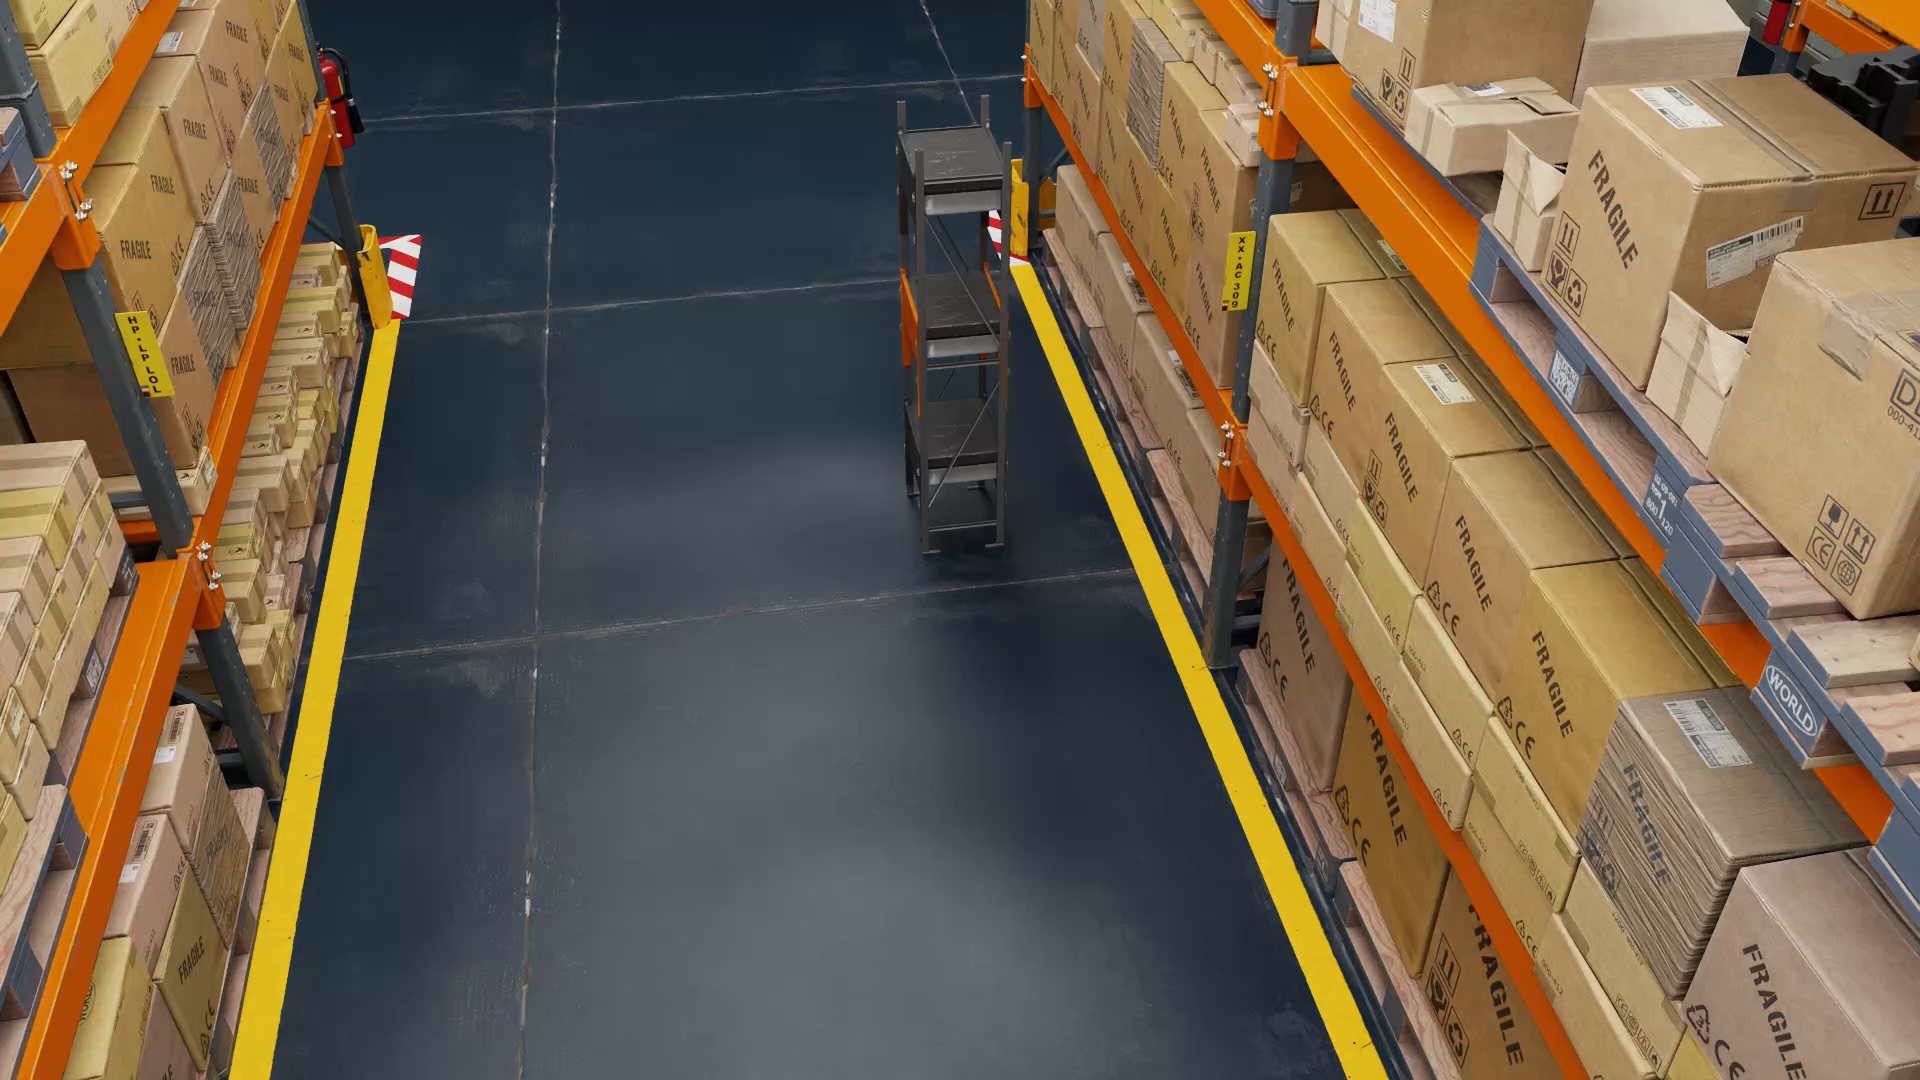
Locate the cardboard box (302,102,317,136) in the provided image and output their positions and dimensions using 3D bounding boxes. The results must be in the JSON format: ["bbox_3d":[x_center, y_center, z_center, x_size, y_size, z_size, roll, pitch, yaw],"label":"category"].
[{"bbox_3d":[-3.633,-2.249,8.804,0.380,0.149,0.250,-6,38,-8],"label":"cardboard box"}]

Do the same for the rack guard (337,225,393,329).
[{"bbox_3d":[-3.955,-1.481,9.649,1.175,0.500,0.348,-6,38,-8],"label":"rack guard"}]

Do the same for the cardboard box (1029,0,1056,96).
[{"bbox_3d":[0.689,-2.827,9.262,0.500,0.500,0.500,-7,38,-8],"label":"cardboard box"}]

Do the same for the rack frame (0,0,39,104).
[{"bbox_3d":[-3.267,-2.467,3.991,1.000,3.000,0.127,-6,38,-8],"label":"rack frame"}]

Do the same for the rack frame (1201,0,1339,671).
[{"bbox_3d":[1.589,-0.692,6.596,1.000,3.000,0.127,-6,38,-8],"label":"rack frame"}]

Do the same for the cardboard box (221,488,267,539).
[{"bbox_3d":[-3.274,-0.079,7.303,0.380,0.149,0.250,-7,38,-9],"label":"cardboard box"}]

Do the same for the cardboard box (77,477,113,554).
[{"bbox_3d":[-3.003,-0.063,5.407,0.380,0.149,0.250,-5,38,-7],"label":"cardboard box"}]

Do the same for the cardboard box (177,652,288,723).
[{"bbox_3d":[-3.015,0.607,6.905,0.380,0.149,0.250,-8,39,-10],"label":"cardboard box"}]

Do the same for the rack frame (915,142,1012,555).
[{"bbox_3d":[0.014,-0.782,7.445,0.400,2.100,0.015,-6,38,-8],"label":"rack frame"}]

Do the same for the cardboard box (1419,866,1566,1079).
[{"bbox_3d":[2.098,1.432,5.251,0.875,0.875,0.875,-6,38,-7],"label":"cardboard box"}]

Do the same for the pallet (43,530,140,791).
[{"bbox_3d":[-3.276,0.455,5.276,1.003,0.211,1.213,-6,38,-8],"label":"pallet"}]

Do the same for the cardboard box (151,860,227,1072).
[{"bbox_3d":[-2.800,1.453,5.530,0.500,0.500,0.500,-7,38,-9],"label":"cardboard box"}]

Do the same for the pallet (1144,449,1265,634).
[{"bbox_3d":[1.532,-0.058,8.053,1.003,0.211,1.213,-6,38,-8],"label":"pallet"}]

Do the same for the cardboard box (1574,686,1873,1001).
[{"bbox_3d":[1.844,0.697,3.912,0.500,0.500,0.500,-6,38,-7],"label":"cardboard box"}]

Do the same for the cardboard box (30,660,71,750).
[{"bbox_3d":[-2.871,0.513,4.908,0.380,0.149,0.250,-8,39,-10],"label":"cardboard box"}]

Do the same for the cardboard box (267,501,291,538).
[{"bbox_3d":[-3.296,-0.128,7.608,0.380,0.149,0.250,-5,38,-6],"label":"cardboard box"}]

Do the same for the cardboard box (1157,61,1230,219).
[{"bbox_3d":[1.153,-1.689,6.982,0.500,0.500,0.500,-7,38,-9],"label":"cardboard box"}]

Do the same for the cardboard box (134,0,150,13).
[{"bbox_3d":[-3.257,-2.150,6.150,0.500,0.250,0.500,-5,38,-6],"label":"cardboard box"}]

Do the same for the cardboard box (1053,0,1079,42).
[{"bbox_3d":[0.789,-2.910,8.555,0.500,0.500,0.500,-7,38,-9],"label":"cardboard box"}]

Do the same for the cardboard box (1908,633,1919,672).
[{"bbox_3d":[2.075,0.121,2.677,0.797,0.503,0.637,-8,39,-11],"label":"cardboard box"}]

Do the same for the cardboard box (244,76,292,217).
[{"bbox_3d":[-3.453,-1.811,7.712,0.500,0.500,0.500,-6,38,-8],"label":"cardboard box"}]

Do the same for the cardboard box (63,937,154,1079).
[{"bbox_3d":[-2.704,1.479,4.885,0.500,0.250,0.500,-8,39,-10],"label":"cardboard box"}]

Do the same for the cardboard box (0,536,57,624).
[{"bbox_3d":[-2.913,0.140,4.902,0.380,0.149,0.250,-7,38,-9],"label":"cardboard box"}]

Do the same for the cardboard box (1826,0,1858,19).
[{"bbox_3d":[5.561,-3.317,10.179,0.380,0.149,0.250,-7,38,-8],"label":"cardboard box"}]

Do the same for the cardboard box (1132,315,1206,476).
[{"bbox_3d":[1.427,-0.777,8.452,0.875,0.438,0.875,-7,38,-9],"label":"cardboard box"}]

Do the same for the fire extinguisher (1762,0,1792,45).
[{"bbox_3d":[5.293,-3.505,10.584,0.296,0.674,0.183,-6,38,-8],"label":"fire extinguisher"}]

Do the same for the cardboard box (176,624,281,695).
[{"bbox_3d":[-3.016,0.491,6.812,0.380,0.149,0.250,-5,38,-6],"label":"cardboard box"}]

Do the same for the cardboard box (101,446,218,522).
[{"bbox_3d":[-2.995,-0.205,6.174,0.380,0.149,0.250,-5,38,-6],"label":"cardboard box"}]

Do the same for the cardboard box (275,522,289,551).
[{"bbox_3d":[-3.331,-0.005,7.693,0.380,0.149,0.250,-8,39,-10],"label":"cardboard box"}]

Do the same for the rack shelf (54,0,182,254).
[{"bbox_3d":[-3.618,-2.207,6.687,1.077,0.370,4.000,-6,38,-8],"label":"rack shelf"}]

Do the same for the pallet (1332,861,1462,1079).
[{"bbox_3d":[2.015,1.606,5.911,1.003,0.211,1.213,-6,38,-8],"label":"pallet"}]

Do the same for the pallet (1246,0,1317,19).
[{"bbox_3d":[1.455,-2.337,6.340,1.003,0.211,1.213,-6,38,-8],"label":"pallet"}]

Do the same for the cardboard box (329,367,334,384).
[{"bbox_3d":[-3.508,-0.798,8.713,0.380,0.149,0.250,-6,38,-7],"label":"cardboard box"}]

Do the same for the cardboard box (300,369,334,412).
[{"bbox_3d":[-3.399,-0.759,8.421,0.380,0.149,0.250,-6,38,-7],"label":"cardboard box"}]

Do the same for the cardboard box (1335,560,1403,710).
[{"bbox_3d":[1.572,0.285,5.460,0.500,0.250,0.500,-7,38,-8],"label":"cardboard box"}]

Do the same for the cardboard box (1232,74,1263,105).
[{"bbox_3d":[1.282,-1.705,6.475,0.380,0.149,0.250,-5,38,-7],"label":"cardboard box"}]

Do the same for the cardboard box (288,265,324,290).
[{"bbox_3d":[-3.639,-1.339,8.925,0.380,0.149,0.250,-6,38,-7],"label":"cardboard box"}]

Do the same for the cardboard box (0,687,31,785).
[{"bbox_3d":[-2.818,0.568,4.594,0.380,0.149,0.250,-8,39,-10],"label":"cardboard box"}]

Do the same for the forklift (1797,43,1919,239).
[{"bbox_3d":[3.359,-0.104,5.895,1.130,2.935,3.031,-5,38,-7],"label":"forklift"}]

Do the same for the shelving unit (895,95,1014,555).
[{"bbox_3d":[-0.029,-0.929,7.634,0.431,2.100,0.503,-6,38,-8],"label":"shelving unit"}]

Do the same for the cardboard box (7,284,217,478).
[{"bbox_3d":[-3.106,-0.582,6.130,0.500,0.500,0.500,-7,38,-9],"label":"cardboard box"}]

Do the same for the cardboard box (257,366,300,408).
[{"bbox_3d":[-3.446,-0.706,8.110,0.380,0.149,0.250,-7,38,-9],"label":"cardboard box"}]

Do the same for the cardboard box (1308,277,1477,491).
[{"bbox_3d":[1.499,-0.525,5.484,0.500,0.500,0.500,-6,38,-8],"label":"cardboard box"}]

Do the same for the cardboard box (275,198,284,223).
[{"bbox_3d":[-3.483,-1.631,8.009,0.380,0.149,0.250,-8,39,-10],"label":"cardboard box"}]

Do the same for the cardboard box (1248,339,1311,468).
[{"bbox_3d":[1.388,-0.534,6.107,0.500,0.250,0.500,-7,38,-9],"label":"cardboard box"}]

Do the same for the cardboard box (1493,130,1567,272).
[{"bbox_3d":[1.564,-0.848,4.119,0.396,0.266,0.258,-3,38,-4],"label":"cardboard box"}]

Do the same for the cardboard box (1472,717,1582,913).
[{"bbox_3d":[1.751,0.704,4.513,0.500,0.250,0.500,-7,38,-9],"label":"cardboard box"}]

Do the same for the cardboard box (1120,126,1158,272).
[{"bbox_3d":[1.057,-1.596,7.678,0.500,0.500,0.500,-7,38,-9],"label":"cardboard box"}]

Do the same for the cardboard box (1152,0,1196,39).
[{"bbox_3d":[1.059,-2.313,7.257,0.380,0.149,0.250,-7,38,-9],"label":"cardboard box"}]

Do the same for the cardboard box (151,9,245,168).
[{"bbox_3d":[-3.359,-1.878,6.984,0.500,0.500,0.500,-7,38,-10],"label":"cardboard box"}]

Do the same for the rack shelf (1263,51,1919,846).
[{"bbox_3d":[1.939,-0.384,4.341,1.077,0.370,4.000,-6,38,-8],"label":"rack shelf"}]
